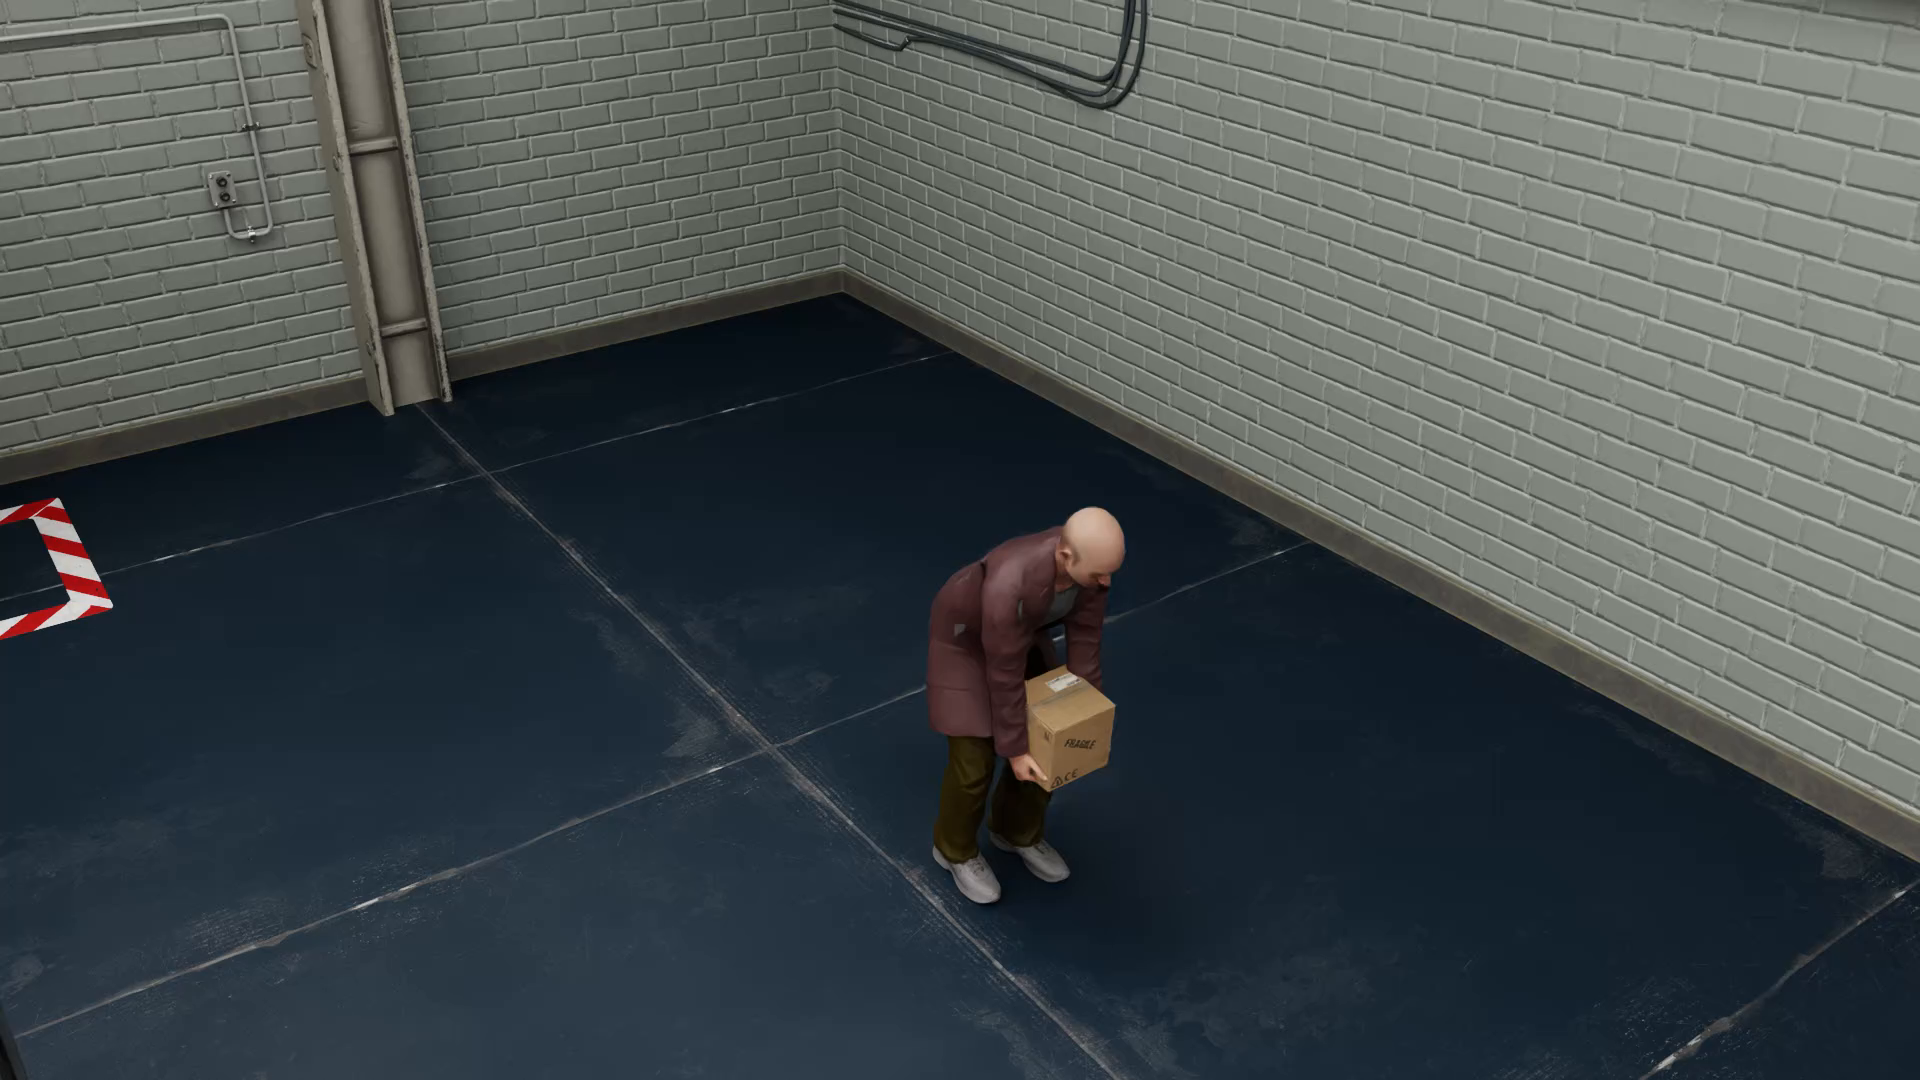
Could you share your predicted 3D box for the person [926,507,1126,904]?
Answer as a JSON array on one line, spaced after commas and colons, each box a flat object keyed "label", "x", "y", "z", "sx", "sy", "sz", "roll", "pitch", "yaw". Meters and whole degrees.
[{"label": "person", "x": 0.211, "y": 0.510, "z": 5.407, "sx": 0.539, "sy": 1.576, "sz": 0.757, "roll": -19, "pitch": 34, "yaw": -32}]
